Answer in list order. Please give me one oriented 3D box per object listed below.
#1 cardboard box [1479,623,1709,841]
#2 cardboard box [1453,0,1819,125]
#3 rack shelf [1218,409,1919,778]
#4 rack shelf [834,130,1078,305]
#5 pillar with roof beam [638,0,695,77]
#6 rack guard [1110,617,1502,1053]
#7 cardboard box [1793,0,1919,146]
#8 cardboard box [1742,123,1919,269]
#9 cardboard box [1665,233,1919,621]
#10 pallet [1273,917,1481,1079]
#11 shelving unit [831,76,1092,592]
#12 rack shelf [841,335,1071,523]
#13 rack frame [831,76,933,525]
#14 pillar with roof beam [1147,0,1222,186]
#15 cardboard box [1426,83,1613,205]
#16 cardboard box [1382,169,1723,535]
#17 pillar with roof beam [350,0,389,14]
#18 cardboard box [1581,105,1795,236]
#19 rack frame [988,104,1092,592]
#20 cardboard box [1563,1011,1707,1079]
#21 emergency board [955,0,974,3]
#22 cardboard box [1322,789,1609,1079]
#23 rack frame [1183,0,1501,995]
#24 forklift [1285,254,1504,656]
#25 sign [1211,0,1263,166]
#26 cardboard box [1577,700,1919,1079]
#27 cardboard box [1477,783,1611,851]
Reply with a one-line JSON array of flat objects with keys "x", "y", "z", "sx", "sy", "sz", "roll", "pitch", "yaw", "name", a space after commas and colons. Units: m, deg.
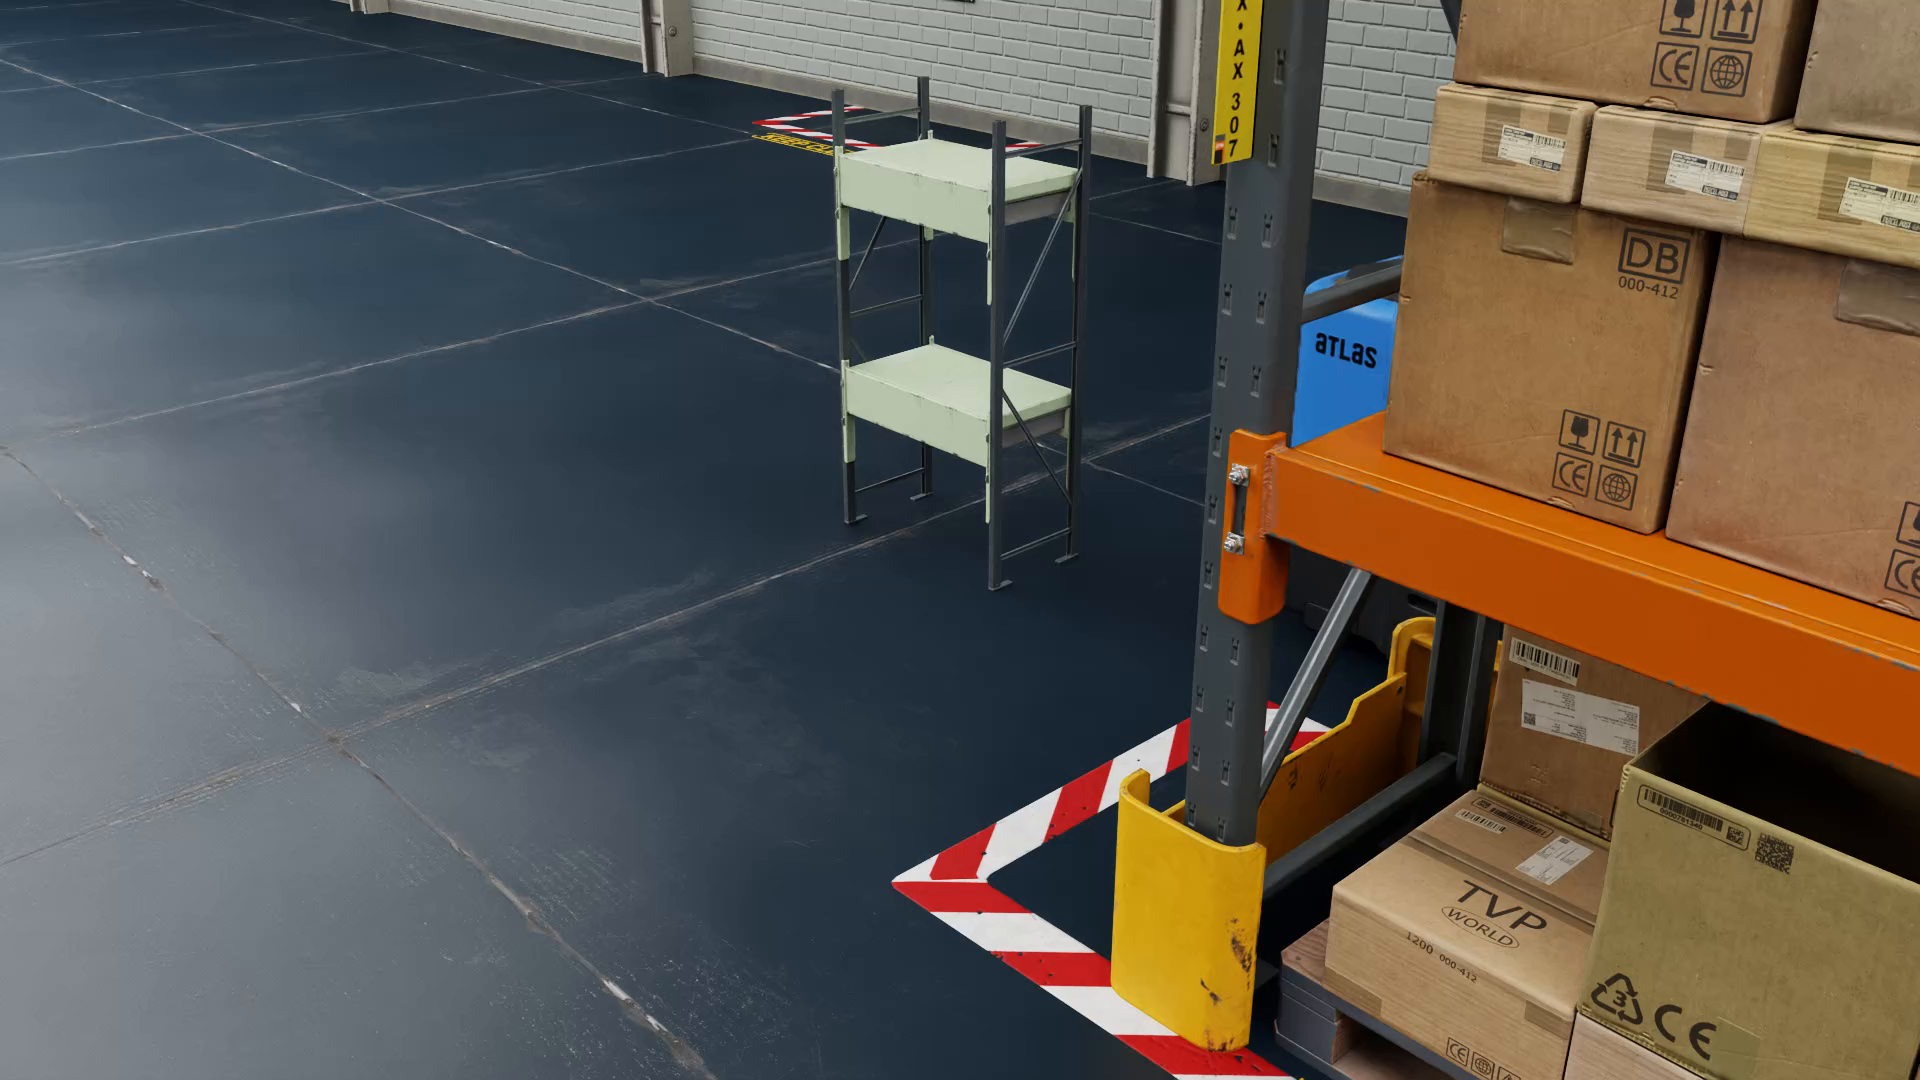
[{"x": 1.446, "y": 0.291, "z": 3.401, "sx": 0.500, "sy": 0.500, "sz": 0.500, "roll": -21, "pitch": 32, "yaw": -38, "name": "cardboard box"}, {"x": 1.208, "y": -0.980, "z": 2.601, "sx": 0.700, "sy": 0.500, "sz": 0.500, "roll": -21, "pitch": 32, "yaw": -38, "name": "cardboard box"}, {"x": 2.229, "y": 0.428, "z": 2.065, "sx": 1.077, "sy": 0.370, "sz": 4.000, "roll": -21, "pitch": 32, "yaw": -38, "name": "rack shelf"}, {"x": -0.005, "y": -1.039, "z": 5.281, "sx": 0.431, "sy": 0.370, "sz": 0.720, "roll": -21, "pitch": 32, "yaw": -38, "name": "rack shelf"}, {"x": -5.759, "y": -7.089, "z": 10.447, "sx": 9.100, "sy": 9.000, "sz": 0.400, "roll": -21, "pitch": 32, "yaw": -38, "name": "pillar with roof beam"}, {"x": 0.846, "y": 0.625, "z": 3.779, "sx": 1.175, "sy": 0.500, "sz": 0.348, "roll": -21, "pitch": 32, "yaw": -38, "name": "rack guard"}, {"x": 1.572, "y": -0.822, "z": 2.255, "sx": 0.700, "sy": 0.500, "sz": 0.500, "roll": -22, "pitch": 33, "yaw": -40, "name": "cardboard box"}, {"x": 1.325, "y": -0.511, "z": 2.354, "sx": 0.380, "sy": 0.149, "sz": 0.250, "roll": -21, "pitch": 32, "yaw": -38, "name": "cardboard box"}, {"x": 1.534, "y": -0.248, "z": 2.559, "sx": 0.700, "sy": 0.500, "sz": 0.500, "roll": -20, "pitch": 31, "yaw": -37, "name": "cardboard box"}, {"x": 1.415, "y": 0.983, "z": 3.341, "sx": 1.003, "sy": 0.211, "sz": 1.213, "roll": -21, "pitch": 32, "yaw": -38, "name": "pallet"}, {"x": -0.005, "y": -0.684, "z": 5.443, "sx": 0.431, "sy": 1.500, "sz": 0.755, "roll": -21, "pitch": 32, "yaw": -38, "name": "shelving unit"}, {"x": -0.005, "y": -0.388, "z": 5.578, "sx": 0.431, "sy": 0.370, "sz": 0.720, "roll": -21, "pitch": 32, "yaw": -38, "name": "rack shelf"}, {"x": -0.255, "y": -0.795, "z": 5.686, "sx": 0.400, "sy": 1.500, "sz": 0.023, "roll": -21, "pitch": 32, "yaw": -38, "name": "rack frame"}, {"x": -1.658, "y": -5.271, "z": 6.462, "sx": 9.100, "sy": 9.000, "sz": 0.400, "roll": -21, "pitch": 32, "yaw": -38, "name": "pillar with roof beam"}, {"x": 0.973, "y": -0.666, "z": 2.694, "sx": 0.380, "sy": 0.149, "sz": 0.250, "roll": -22, "pitch": 32, "yaw": -39, "name": "cardboard box"}, {"x": 1.172, "y": -0.406, "z": 2.905, "sx": 0.700, "sy": 0.500, "sz": 0.500, "roll": -21, "pitch": 32, "yaw": -38, "name": "cardboard box"}, {"x": -9.860, "y": -8.907, "z": 14.432, "sx": 9.100, "sy": 9.000, "sz": 0.400, "roll": -21, "pitch": 32, "yaw": -38, "name": "pillar with roof beam"}, {"x": 1.156, "y": -0.587, "z": 2.520, "sx": 0.380, "sy": 0.149, "sz": 0.250, "roll": -22, "pitch": 33, "yaw": -40, "name": "cardboard box"}, {"x": 0.246, "y": -0.573, "z": 5.200, "sx": 0.400, "sy": 1.500, "sz": 0.023, "roll": -21, "pitch": 32, "yaw": -38, "name": "rack frame"}, {"x": 1.411, "y": 0.931, "z": 2.903, "sx": 0.500, "sy": 0.250, "sz": 0.500, "roll": -21, "pitch": 32, "yaw": -38, "name": "cardboard box"}, {"x": -0.169, "y": -4.530, "z": 12.066, "sx": 0.157, "sy": 1.169, "sz": 0.626, "roll": -21, "pitch": 32, "yaw": -38, "name": "emergency board"}, {"x": 1.066, "y": 0.780, "z": 3.233, "sx": 0.500, "sy": 0.250, "sz": 0.500, "roll": -21, "pitch": 32, "yaw": -38, "name": "cardboard box"}, {"x": 0.862, "y": -0.505, "z": 3.244, "sx": 1.000, "sy": 3.000, "sz": 0.127, "roll": -21, "pitch": 32, "yaw": -38, "name": "rack frame"}, {"x": 2.324, "y": -0.773, "z": 3.914, "sx": 1.130, "sy": 2.935, "sz": 3.031, "roll": -20, "pitch": 31, "yaw": -37, "name": "forklift"}, {"x": 0.453, "y": -0.780, "z": 2.707, "sx": 0.100, "sy": 0.325, "sz": 0.005, "roll": -21, "pitch": 32, "yaw": -38, "name": "sign"}, {"x": 1.409, "y": 0.590, "z": 2.746, "sx": 0.500, "sy": 0.500, "sz": 0.500, "roll": -21, "pitch": 32, "yaw": -38, "name": "cardboard box"}, {"x": 1.444, "y": 0.633, "z": 3.555, "sx": 0.500, "sy": 0.250, "sz": 0.500, "roll": -21, "pitch": 32, "yaw": -38, "name": "cardboard box"}]
